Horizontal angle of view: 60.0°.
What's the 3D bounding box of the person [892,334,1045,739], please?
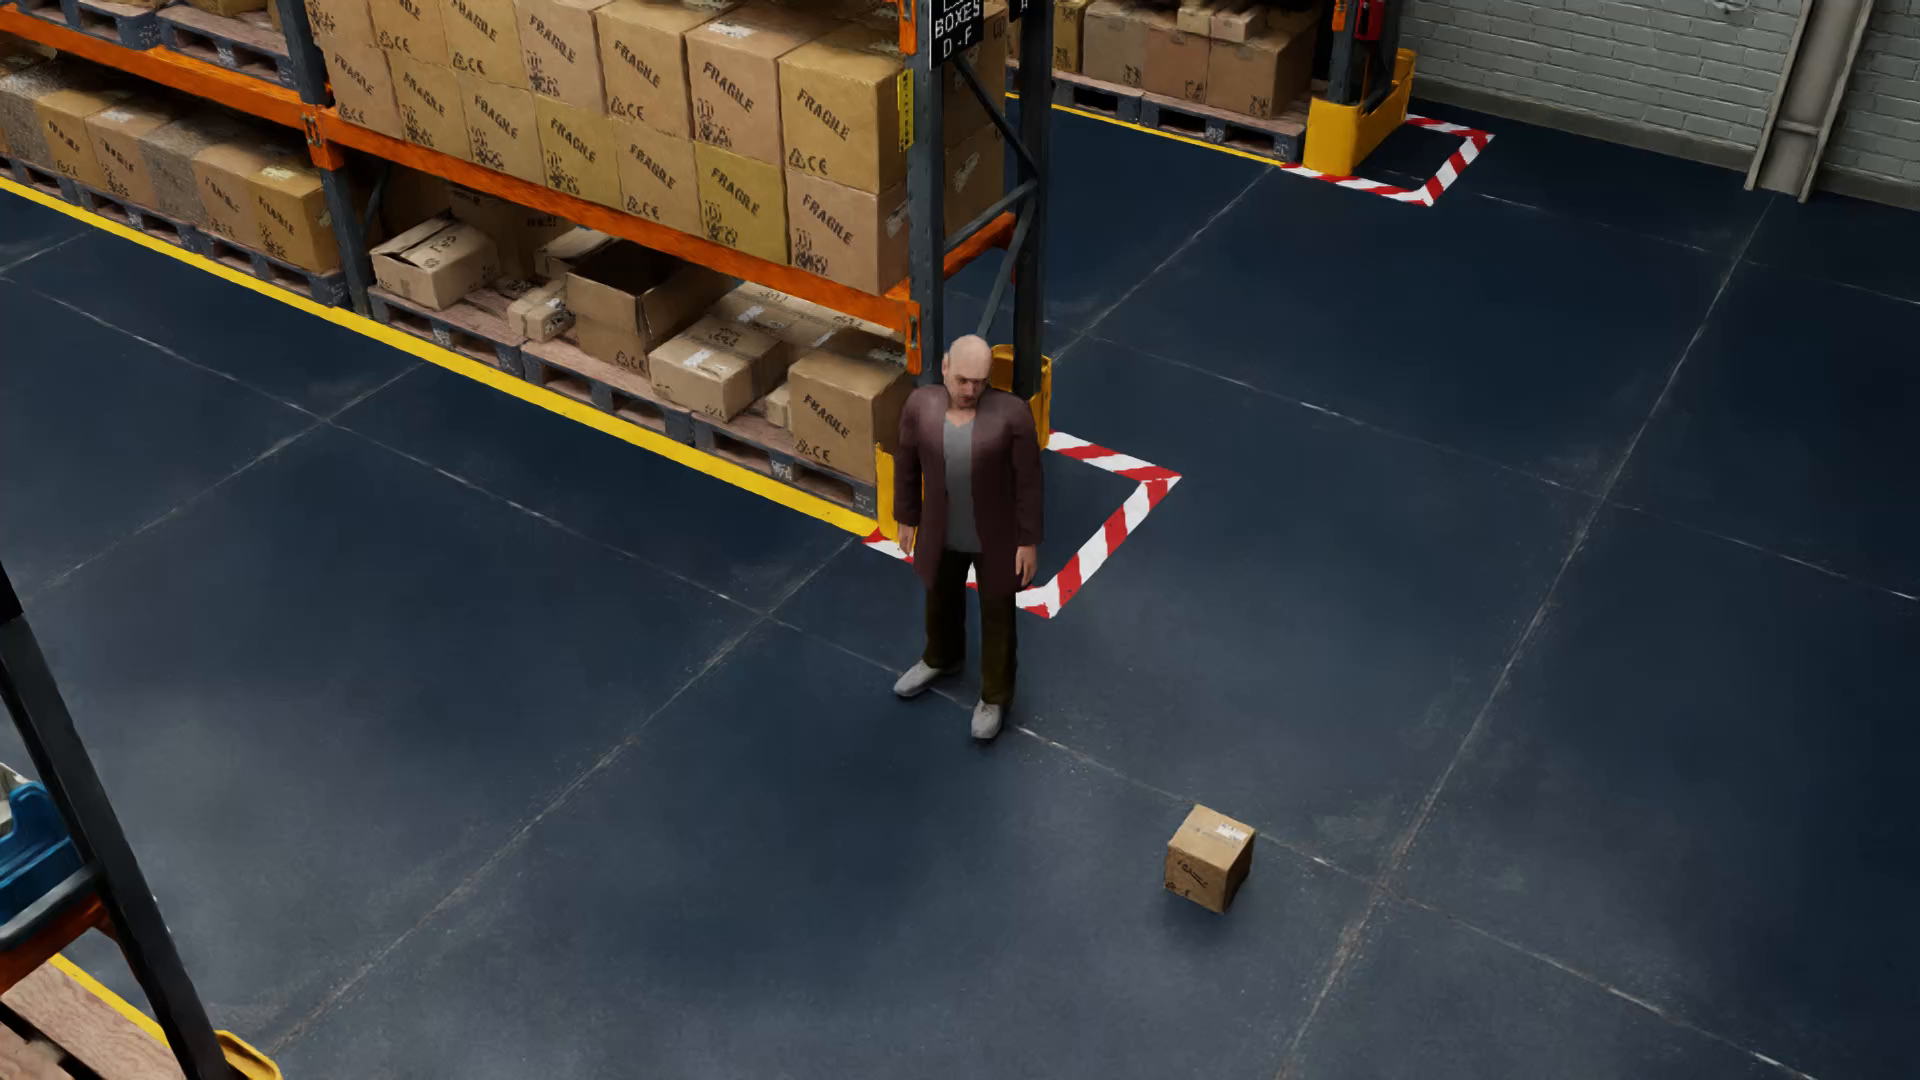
[{"bbox_3d":[0.015,-0.002,6.644,0.647,1.789,0.520,11,39,14],"label":"person"}]
